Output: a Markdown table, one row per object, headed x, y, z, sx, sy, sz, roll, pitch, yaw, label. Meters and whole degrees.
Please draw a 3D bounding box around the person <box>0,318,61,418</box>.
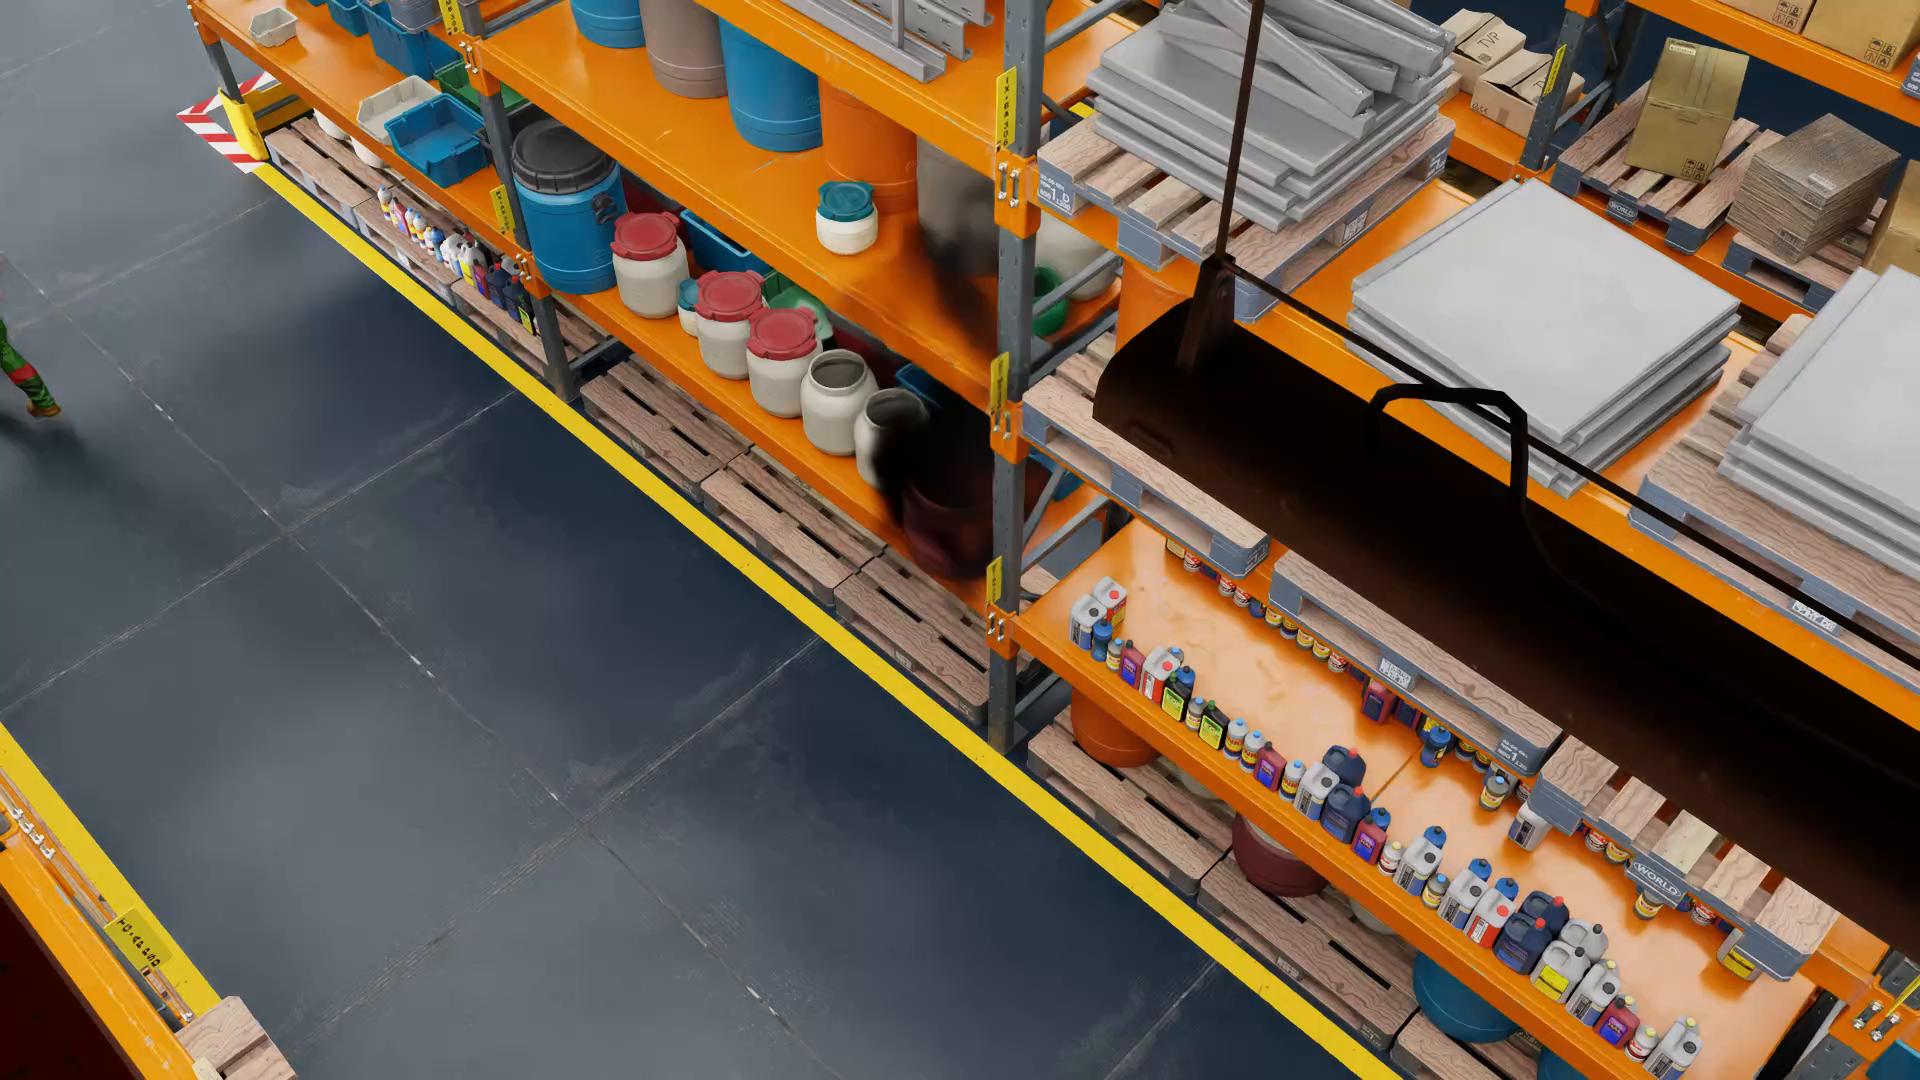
| x | y | z | sx | sy | sz | roll | pitch | yaw | label |
| --- | --- | --- | --- | --- | --- | --- | --- | --- | --- |
| -6.266 | -1.431 | 10.407 | 0.766 | 1.836 | 0.635 | 24 | 54 | 19 | person |
